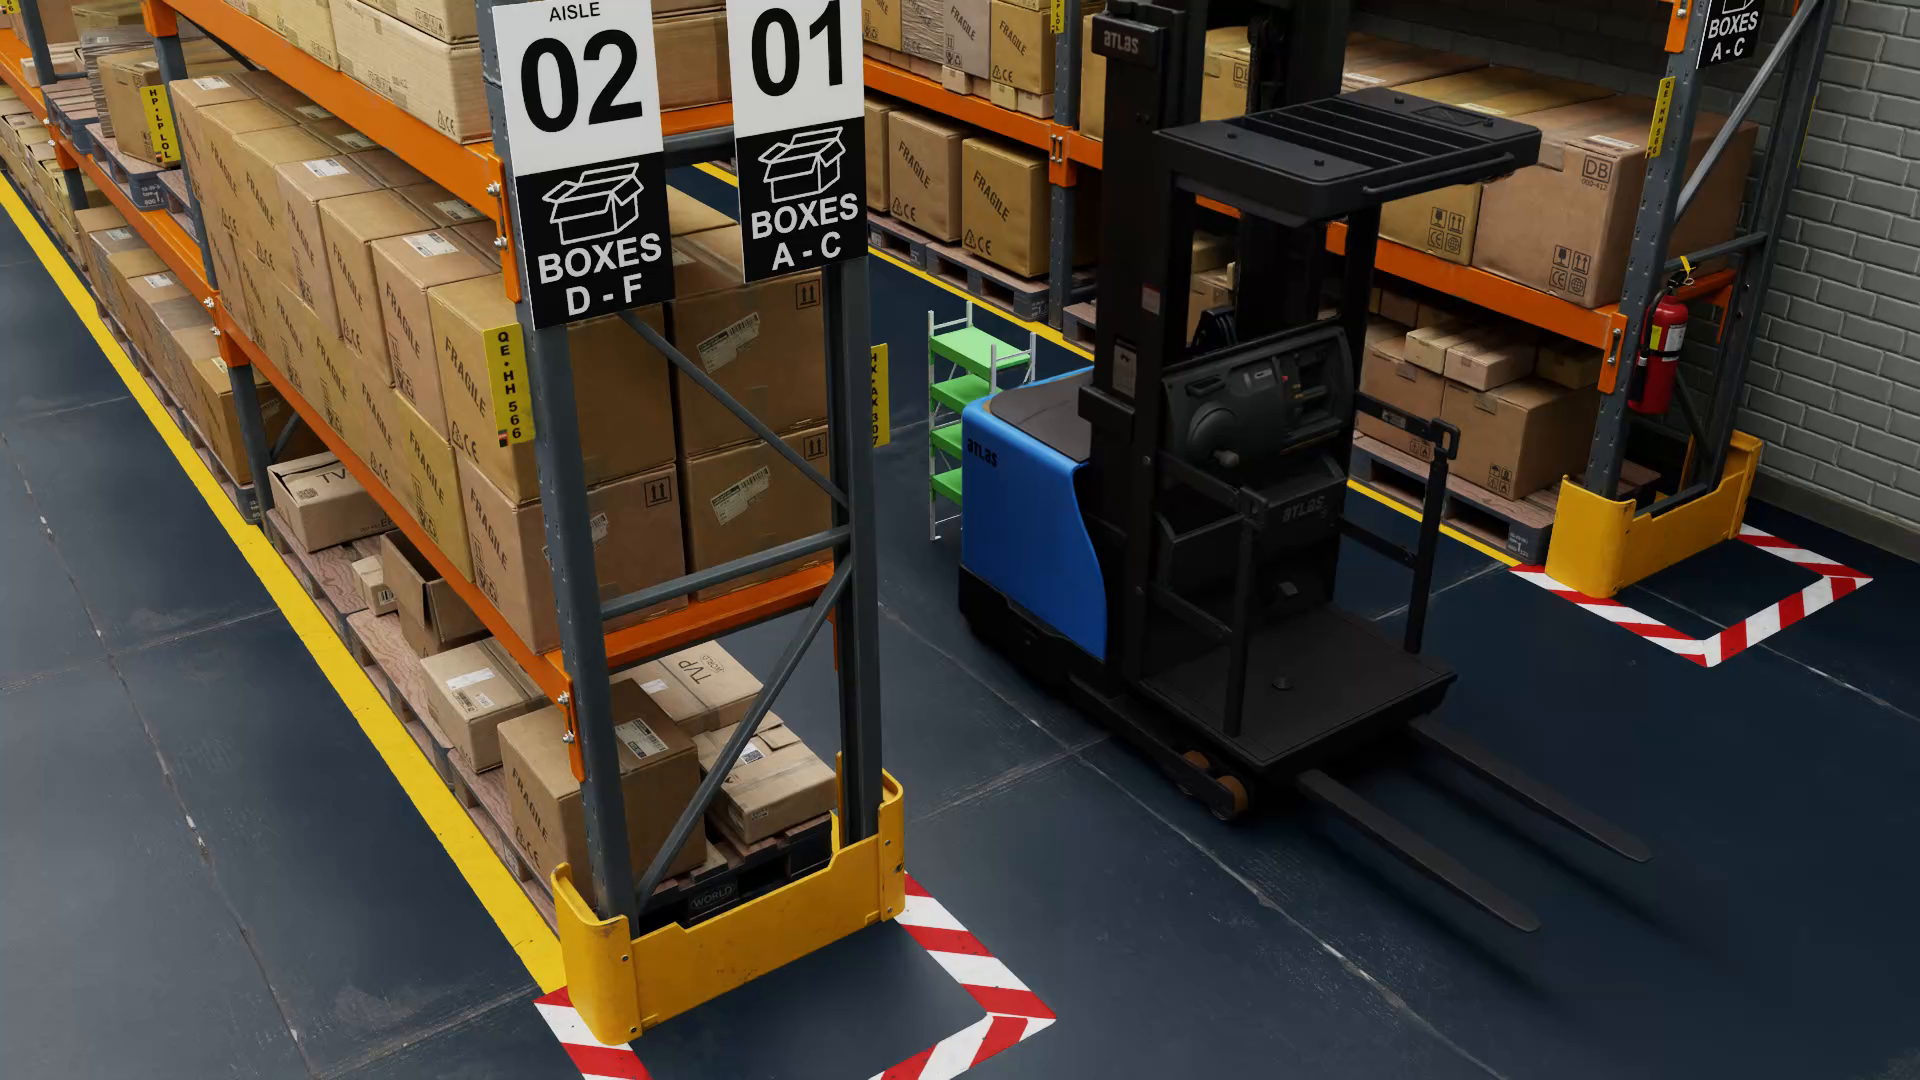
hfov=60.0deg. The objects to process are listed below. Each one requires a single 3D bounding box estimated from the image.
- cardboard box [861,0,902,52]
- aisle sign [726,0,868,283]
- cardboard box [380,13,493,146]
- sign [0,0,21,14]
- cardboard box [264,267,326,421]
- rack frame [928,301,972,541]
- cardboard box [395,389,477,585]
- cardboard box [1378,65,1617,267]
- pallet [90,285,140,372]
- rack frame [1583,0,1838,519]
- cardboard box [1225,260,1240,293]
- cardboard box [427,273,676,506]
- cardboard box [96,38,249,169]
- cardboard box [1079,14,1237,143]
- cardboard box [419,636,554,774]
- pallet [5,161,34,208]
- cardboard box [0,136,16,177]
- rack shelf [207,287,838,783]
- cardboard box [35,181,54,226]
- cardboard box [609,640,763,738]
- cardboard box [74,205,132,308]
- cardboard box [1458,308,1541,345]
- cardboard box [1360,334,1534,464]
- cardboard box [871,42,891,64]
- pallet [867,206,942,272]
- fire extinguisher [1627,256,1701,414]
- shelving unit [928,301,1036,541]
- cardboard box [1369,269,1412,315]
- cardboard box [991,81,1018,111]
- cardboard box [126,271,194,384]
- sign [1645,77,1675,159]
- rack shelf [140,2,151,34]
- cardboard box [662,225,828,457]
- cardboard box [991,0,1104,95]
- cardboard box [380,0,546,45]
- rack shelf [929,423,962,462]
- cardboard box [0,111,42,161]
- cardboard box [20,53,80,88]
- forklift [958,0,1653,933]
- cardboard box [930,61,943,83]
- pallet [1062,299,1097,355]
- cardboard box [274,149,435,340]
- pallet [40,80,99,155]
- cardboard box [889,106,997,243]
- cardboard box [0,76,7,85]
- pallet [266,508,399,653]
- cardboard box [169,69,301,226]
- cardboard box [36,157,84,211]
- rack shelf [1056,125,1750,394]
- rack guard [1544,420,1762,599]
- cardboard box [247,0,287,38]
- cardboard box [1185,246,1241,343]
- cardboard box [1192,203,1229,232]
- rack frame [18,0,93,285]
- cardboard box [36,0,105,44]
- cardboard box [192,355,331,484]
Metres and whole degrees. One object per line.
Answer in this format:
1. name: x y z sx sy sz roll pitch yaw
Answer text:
1. cardboard box: -0.342 -3.703 11.488 0.500 0.500 0.500 -18 33 -29
2. aisle sign: -0.420 -1.093 4.396 0.394 0.787 0.004 -19 34 -31
3. cardboard box: -1.212 -1.275 4.469 0.500 0.250 0.500 -19 34 -31
4. sign: -5.790 -3.360 10.080 0.100 0.325 0.005 -19 34 -31
5. cardboard box: -2.358 -0.828 6.527 0.500 0.500 0.500 -19 34 -31
6. rack frame: -0.046 -0.558 8.020 0.240 1.200 0.015 -19 34 -31
7. cardboard box: -1.484 -0.239 5.443 0.500 0.500 0.500 -18 34 -30
8. cardboard box: 2.599 -1.876 8.247 0.980 0.700 0.700 -19 34 -31
9. pallet: -4.937 -1.480 10.754 1.003 0.211 1.213 -19 34 -31
10. rack frame: 3.334 -1.269 7.443 1.000 3.000 0.127 -19 34 -31
11. cardboard box: 1.717 -1.489 9.349 0.380 0.149 0.250 -20 34 -32
12. cardboard box: -1.181 -0.476 4.831 0.500 0.500 0.500 -19 34 -31
13. cardboard box: -4.094 -2.349 8.888 0.500 0.500 0.700 22 35 34
14. cardboard box: 1.315 -2.740 9.838 0.980 0.700 0.700 -18 33 -30
15. cardboard box: -1.742 0.598 6.426 0.500 0.250 0.500 -19 34 -31
16. pallet: -7.200 -3.060 13.663 1.003 0.211 1.213 -19 34 -31
17. cardboard box: -7.332 -3.113 13.280 0.500 0.250 0.500 -18 33 -29
18. rack shelf: -1.859 -0.357 6.519 1.077 0.370 4.000 -19 34 -31
19. cardboard box: -6.434 -2.515 12.179 0.500 0.250 0.500 -18 33 -30
20. cardboard box: -1.073 0.635 6.358 0.500 0.250 0.500 -19 34 -31
21. cardboard box: -5.308 -1.845 10.662 0.500 0.500 0.500 -17 33 -29
22. cardboard box: 2.787 -1.088 8.609 0.380 0.149 0.250 -19 34 -31
23. cardboard box: 2.556 -0.794 8.748 0.700 0.500 0.500 -19 34 -31
24. cardboard box: -0.405 -3.492 11.779 0.380 0.149 0.250 -19 34 -30
25. pallet: -0.207 -2.352 12.360 1.003 0.211 1.213 -19 34 -31
26. fire extinguisher: 3.046 -0.884 7.207 0.296 0.674 0.183 -19 34 -31
27. shelving unit: 0.096 -0.463 7.845 0.258 1.200 0.503 -19 34 -31
28. cardboard box: 2.345 -1.383 9.154 0.380 0.149 0.250 -18 33 -30
29. cardboard box: 0.421 -2.867 10.628 0.380 0.149 0.250 -18 33 -30
30. cardboard box: -4.406 -1.245 9.558 0.500 0.500 0.500 -20 34 -32
31. sign: 2.884 -1.737 6.844 0.100 0.325 0.005 -19 34 -31
32. rack shelf: -4.179 -3.231 8.666 1.077 0.370 4.000 -19 34 -31
33. cardboard box: -0.742 -0.625 5.105 0.500 0.500 0.500 -18 33 -29
34. cardboard box: 0.541 -3.117 10.409 0.500 0.500 0.500 -19 34 -31
35. cardboard box: -1.205 -1.497 4.354 0.500 0.250 0.500 -19 34 -31
36. rack shelf: 0.096 -0.407 7.876 0.258 0.148 0.480 -19 34 -31
37. cardboard box: -7.035 -3.157 12.774 0.500 0.311 0.500 -20 34 -32
38. cardboard box: -6.086 -3.169 11.205 0.380 0.149 0.250 -19 34 -31
39. forklift: 1.254 -0.491 6.084 1.130 2.935 3.031 -19 34 -31
40. cardboard box: 0.019 -3.180 11.204 0.380 0.149 0.250 -19 34 -31
41. pallet: 1.391 -1.281 10.388 1.003 0.211 1.213 -19 34 -31
42. cardboard box: -2.077 -1.072 5.929 0.500 0.500 0.500 -18 33 -29
43. pallet: -4.889 -2.678 10.238 1.213 0.211 1.003 -19 34 -31
44. cardboard box: 0.013 -2.625 11.753 0.750 0.750 0.750 -18 33 -29
45. cardboard box: -8.387 -4.184 14.467 0.500 0.500 0.500 -19 34 -31
46. pallet: -2.622 0.042 7.952 1.003 0.211 1.213 -19 34 -31
47. cardboard box: -2.975 -1.673 7.036 0.500 0.500 0.500 -18 33 -29
48. cardboard box: -6.151 -2.564 11.682 0.500 0.311 0.500 -19 34 -31
49. rack shelf: 2.174 -1.730 9.046 1.077 0.370 4.000 -19 34 -31
50. rack guard: 3.348 -0.161 8.022 1.175 0.500 0.348 -19 34 -31
51. cardboard box: -2.070 -1.862 5.550 0.500 0.250 0.500 -19 34 -31
52. cardboard box: 1.653 -1.395 9.854 0.700 0.500 0.500 -19 34 -31
53. cardboard box: 1.442 -1.987 10.265 0.380 0.149 0.250 -19 34 -31
54. rack frame: -5.339 -3.006 10.642 1.000 3.000 0.127 -19 34 -31
55. cardboard box: -6.326 -3.698 11.811 0.500 0.500 0.500 -21 35 -33
56. cardboard box: -3.539 -0.658 8.477 0.500 0.500 0.500 -19 34 -31
